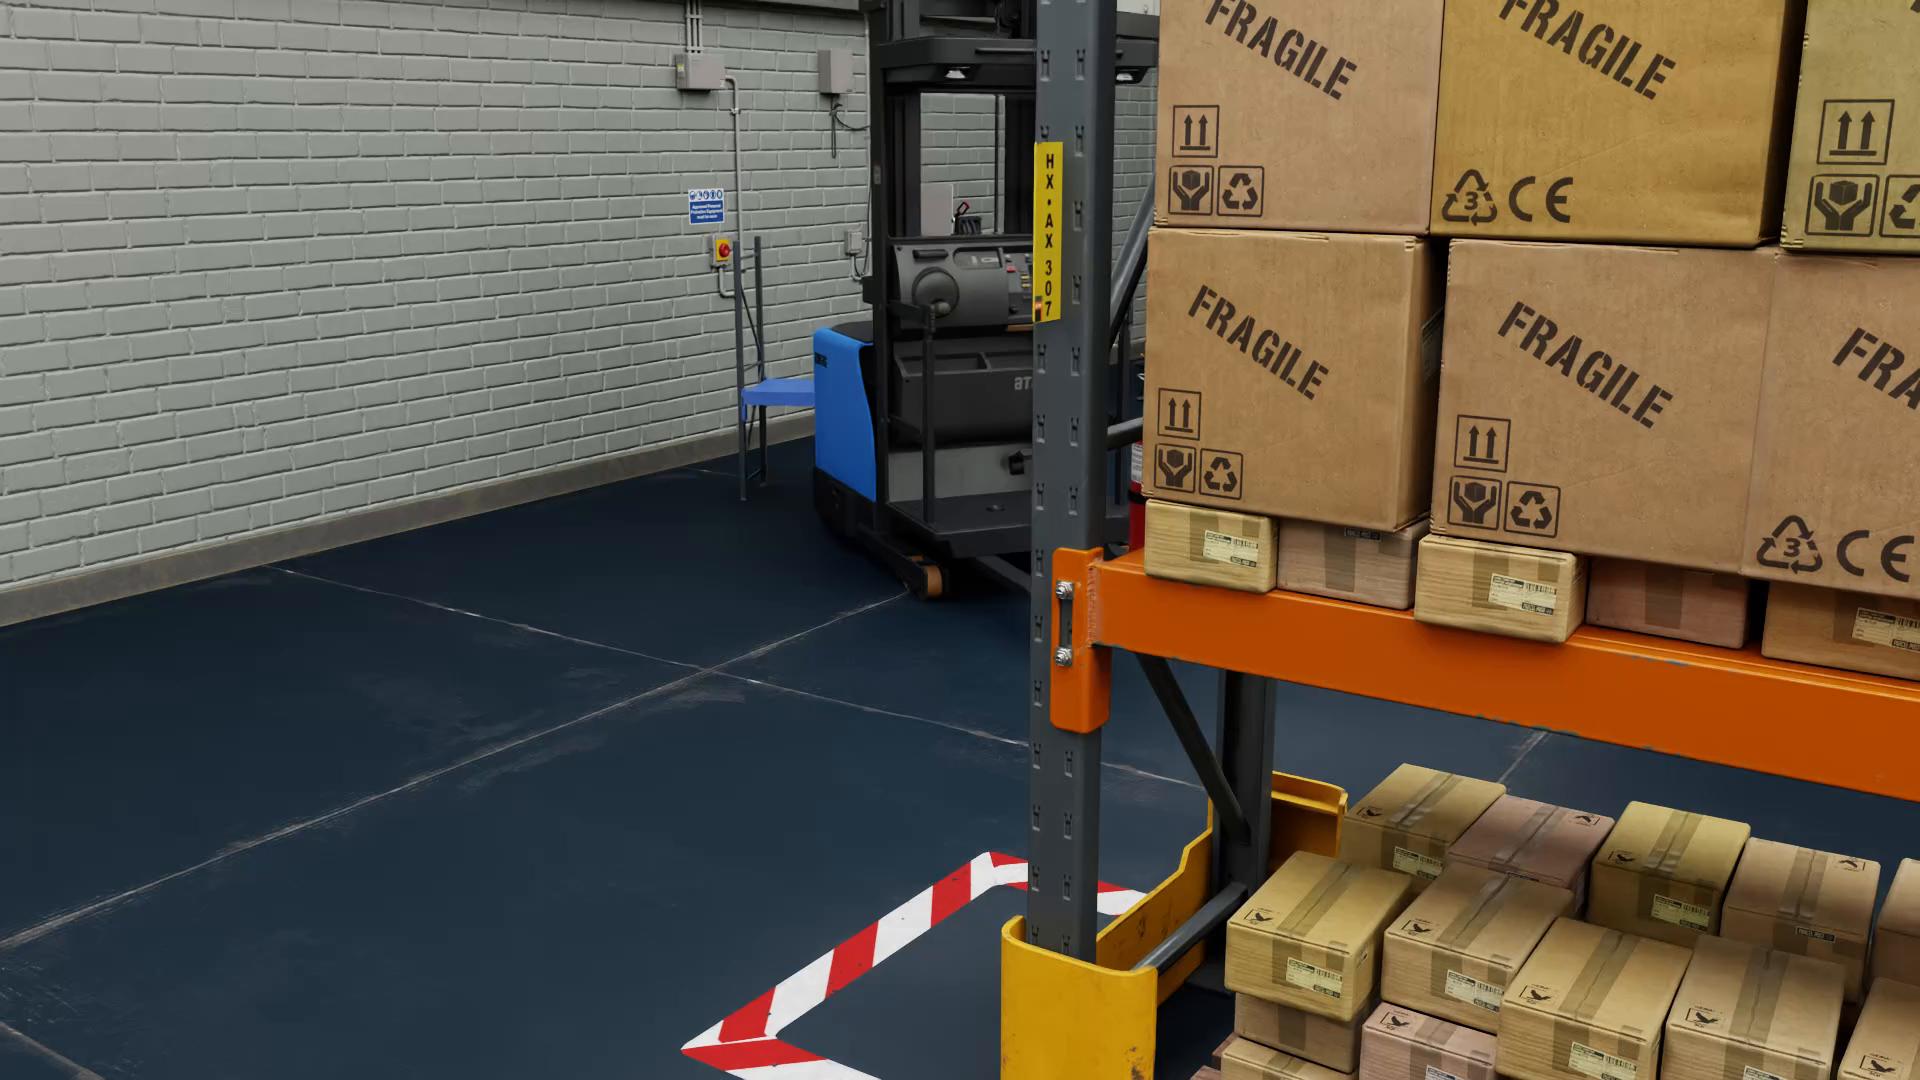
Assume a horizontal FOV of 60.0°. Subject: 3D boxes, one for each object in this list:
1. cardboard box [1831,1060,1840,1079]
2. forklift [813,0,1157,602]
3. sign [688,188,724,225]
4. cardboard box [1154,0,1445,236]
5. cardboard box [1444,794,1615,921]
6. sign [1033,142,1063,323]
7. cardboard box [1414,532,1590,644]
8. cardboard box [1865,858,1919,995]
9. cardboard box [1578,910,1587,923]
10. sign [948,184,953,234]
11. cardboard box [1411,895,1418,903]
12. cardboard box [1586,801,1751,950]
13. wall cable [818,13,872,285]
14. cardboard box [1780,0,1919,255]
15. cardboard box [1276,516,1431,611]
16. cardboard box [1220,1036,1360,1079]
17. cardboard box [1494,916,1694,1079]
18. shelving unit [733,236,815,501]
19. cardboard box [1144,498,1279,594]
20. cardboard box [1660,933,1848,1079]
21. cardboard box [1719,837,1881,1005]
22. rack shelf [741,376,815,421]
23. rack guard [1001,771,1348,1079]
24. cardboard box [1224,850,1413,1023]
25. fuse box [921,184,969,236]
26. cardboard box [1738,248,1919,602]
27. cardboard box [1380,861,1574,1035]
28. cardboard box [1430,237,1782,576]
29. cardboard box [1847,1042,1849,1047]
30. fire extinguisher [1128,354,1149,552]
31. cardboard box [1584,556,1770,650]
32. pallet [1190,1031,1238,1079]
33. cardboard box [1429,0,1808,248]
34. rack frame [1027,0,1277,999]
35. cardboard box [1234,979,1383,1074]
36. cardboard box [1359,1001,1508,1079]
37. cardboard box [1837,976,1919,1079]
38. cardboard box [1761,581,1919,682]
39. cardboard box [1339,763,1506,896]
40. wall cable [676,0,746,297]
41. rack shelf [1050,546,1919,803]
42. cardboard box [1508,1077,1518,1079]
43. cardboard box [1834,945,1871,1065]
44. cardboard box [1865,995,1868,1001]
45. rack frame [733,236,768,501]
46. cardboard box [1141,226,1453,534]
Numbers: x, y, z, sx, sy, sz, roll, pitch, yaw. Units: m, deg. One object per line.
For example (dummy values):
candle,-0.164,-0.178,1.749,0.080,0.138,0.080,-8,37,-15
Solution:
cardboard box,1.359,1.019,2.903,0.250,0.149,0.380,10,17,35
forklift,0.214,-1.257,7.803,1.130,2.935,3.031,-6,15,-22
sign,-1.624,-2.139,10.658,0.001,0.218,0.327,9,17,33
cardboard box,0.691,-0.822,2.993,0.500,0.500,0.500,9,17,32
cardboard box,1.224,0.700,3.574,0.250,0.149,0.380,10,17,34
sign,0.164,-0.569,3.077,0.005,0.325,0.100,9,17,33
cardboard box,0.980,0.047,2.916,0.250,0.149,0.380,9,16,31
cardboard box,1.943,0.782,3.244,0.250,0.149,0.380,10,17,35
cardboard box,1.251,0.838,3.634,0.250,0.149,0.380,9,16,32
sign,-0.149,-2.488,12.831,0.001,0.494,0.329,9,17,33
cardboard box,1.064,0.793,3.819,0.250,0.149,0.380,9,16,31
cardboard box,1.510,0.709,3.536,0.250,0.149,0.380,9,16,32
wall cable,-0.764,-2.786,11.723,0.122,1.984,0.588,9,17,33
cardboard box,1.533,-0.681,2.425,0.500,0.500,0.500,9,16,32
cardboard box,0.787,0.000,3.104,0.250,0.149,0.380,10,17,35
cardboard box,0.723,1.057,3.369,0.250,0.149,0.380,10,17,34
cardboard box,1.145,0.845,2.989,0.250,0.149,0.380,9,17,33
shelving unit,-0.730,-0.998,9.734,1.048,1.500,0.538,2,14,8
cardboard box,0.553,-0.026,3.209,0.250,0.149,0.380,9,17,32
cardboard box,1.397,0.861,2.922,0.250,0.149,0.380,8,16,30
cardboard box,1.689,0.757,3.345,0.250,0.149,0.380,8,16,31
rack shelf,-0.730,-0.823,9.777,1.000,0.185,0.538,2,14,8
rack guard,0.530,0.967,3.878,0.348,0.500,1.175,9,17,33
cardboard box,0.712,0.772,3.281,0.250,0.149,0.380,8,16,30
fuse box,-0.253,-1.783,12.464,0.414,1.711,0.539,9,17,33
cardboard box,1.543,-0.200,2.560,0.500,0.500,0.500,9,17,34
cardboard box,1.008,0.785,3.229,0.250,0.149,0.380,10,17,34
cardboard box,1.143,-0.268,2.835,0.500,0.500,0.500,9,17,33
cardboard box,1.632,1.036,2.835,0.250,0.149,0.380,8,16,30
fire extinguisher,0.515,-0.164,4.181,0.183,0.674,0.296,9,17,33
cardboard box,1.272,0.054,2.886,0.250,0.149,0.380,10,17,35
pallet,1.184,1.223,3.444,1.213,0.211,1.003,9,17,33
cardboard box,1.113,-0.756,2.725,0.500,0.500,0.500,10,17,34
rack frame,0.467,-0.257,3.618,0.127,3.000,1.000,9,17,33
cardboard box,0.758,0.900,3.384,0.250,0.149,0.380,10,17,35
cardboard box,0.954,0.948,3.190,0.250,0.149,0.380,9,17,33
cardboard box,1.622,0.901,2.764,0.250,0.149,0.380,10,17,35
cardboard box,1.483,0.095,2.719,0.250,0.149,0.380,9,17,32
cardboard box,1.047,0.655,3.756,0.250,0.149,0.380,9,17,33
wall cable,-1.546,-2.517,10.570,0.123,1.953,0.585,9,17,33
rack shelf,2.126,0.361,2.621,4.000,0.370,1.077,9,17,33
cardboard box,1.206,0.963,3.129,0.250,0.149,0.380,9,17,34
cardboard box,1.662,0.919,3.310,0.250,0.149,0.380,9,16,32
cardboard box,1.933,0.929,3.268,0.250,0.149,0.380,9,17,34
rack frame,-1.233,-1.016,9.807,0.032,1.500,0.500,2,14,8
cardboard box,0.685,-0.334,3.105,0.500,0.500,0.500,10,17,35
